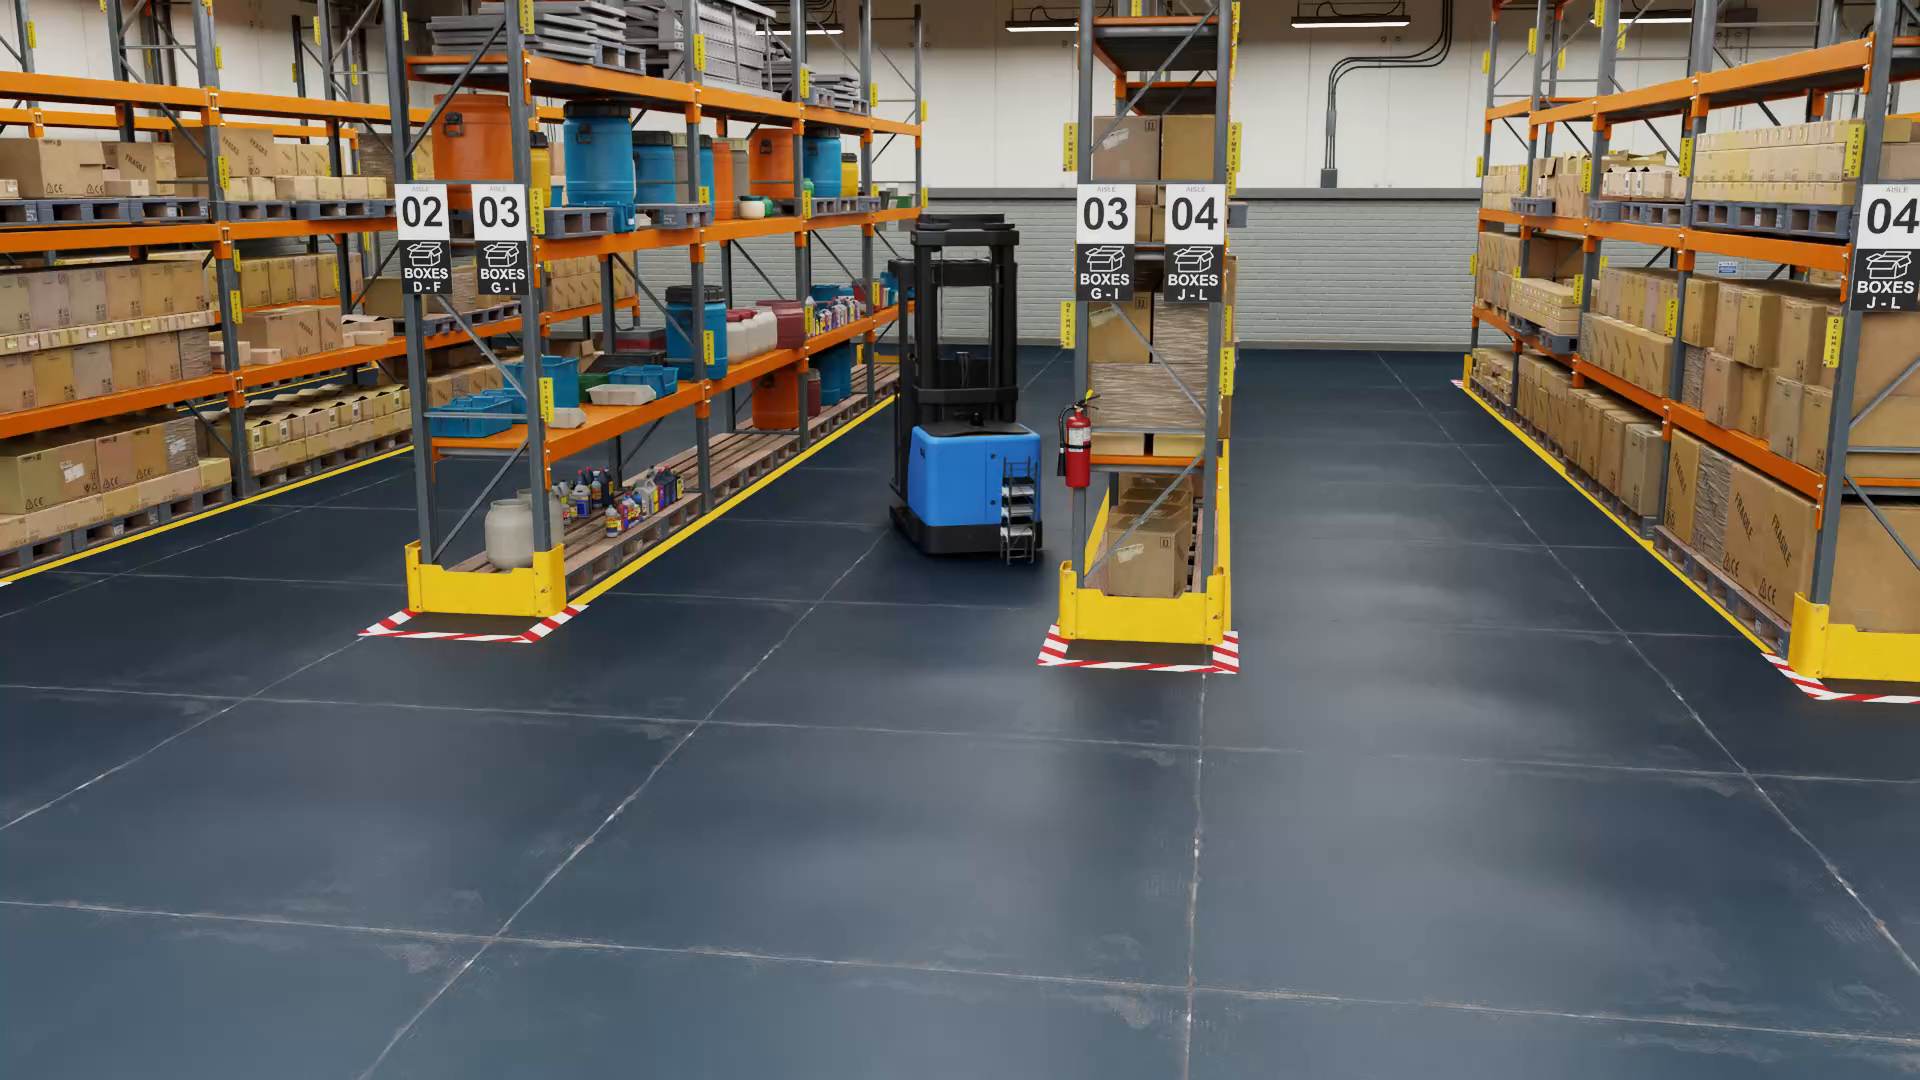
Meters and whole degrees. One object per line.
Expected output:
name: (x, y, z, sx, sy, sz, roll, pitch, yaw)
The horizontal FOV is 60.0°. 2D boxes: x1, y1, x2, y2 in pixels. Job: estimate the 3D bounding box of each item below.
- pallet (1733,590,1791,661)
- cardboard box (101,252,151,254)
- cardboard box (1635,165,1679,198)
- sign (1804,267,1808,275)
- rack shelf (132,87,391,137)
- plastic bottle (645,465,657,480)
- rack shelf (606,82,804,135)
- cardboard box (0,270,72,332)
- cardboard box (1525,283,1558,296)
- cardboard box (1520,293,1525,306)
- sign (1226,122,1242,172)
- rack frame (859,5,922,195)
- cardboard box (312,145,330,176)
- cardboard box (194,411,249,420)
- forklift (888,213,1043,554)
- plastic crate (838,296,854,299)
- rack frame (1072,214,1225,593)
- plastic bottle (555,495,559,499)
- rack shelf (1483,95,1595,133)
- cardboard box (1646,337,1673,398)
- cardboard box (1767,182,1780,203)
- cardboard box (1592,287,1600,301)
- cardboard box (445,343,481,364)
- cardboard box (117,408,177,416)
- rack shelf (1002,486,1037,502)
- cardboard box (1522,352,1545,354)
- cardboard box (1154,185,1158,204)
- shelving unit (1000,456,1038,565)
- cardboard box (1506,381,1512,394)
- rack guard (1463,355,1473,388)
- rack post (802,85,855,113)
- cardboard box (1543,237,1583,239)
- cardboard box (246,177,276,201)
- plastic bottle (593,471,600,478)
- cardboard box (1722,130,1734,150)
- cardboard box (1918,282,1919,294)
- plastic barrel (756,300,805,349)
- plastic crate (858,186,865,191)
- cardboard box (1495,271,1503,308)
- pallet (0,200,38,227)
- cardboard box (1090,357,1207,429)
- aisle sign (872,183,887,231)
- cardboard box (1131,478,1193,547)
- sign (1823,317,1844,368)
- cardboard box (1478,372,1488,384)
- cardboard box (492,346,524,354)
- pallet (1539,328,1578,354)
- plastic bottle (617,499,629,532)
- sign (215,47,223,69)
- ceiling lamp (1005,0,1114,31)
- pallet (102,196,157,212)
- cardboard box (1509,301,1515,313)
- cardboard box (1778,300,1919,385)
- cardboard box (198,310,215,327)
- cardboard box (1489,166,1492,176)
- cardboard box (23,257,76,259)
pallet: (6.231, 0.617, 11.885, 1.003, 0.211, 1.213, 2, 12, 9)
cardboard box: (-12.012, -4.008, 23.957, 0.500, 0.250, 0.500, 1, 12, 7)
cardboard box: (6.853, -3.459, 16.036, 0.500, 0.311, 0.500, 1, 12, 7)
sign: (13.005, -4.250, 25.605, 0.100, 0.325, 0.005, 2, 12, 9)
rack shelf: (-7.565, -4.715, 18.425, 1.077, 0.370, 4.000, 2, 12, 9)
plastic bottle: (-2.936, -0.533, 15.848, 0.144, 0.351, 0.185, 2, 12, 9)
rack shelf: (-2.671, -4.554, 17.677, 1.077, 0.370, 4.000, 2, 12, 9)
cardboard box: (-8.243, -2.086, 14.493, 0.700, 0.500, 0.500, 2, 12, 9)
cardboard box: (7.357, -3.165, 21.001, 0.380, 0.149, 0.250, 2, 12, 8)
cardboard box: (7.399, -3.074, 21.287, 0.380, 0.149, 0.250, 1, 12, 6)
sign: (1.836, -2.635, 11.161, 0.100, 0.325, 0.005, 2, 12, 9)
rack frame: (-1.134, -7.183, 27.218, 1.000, 3.000, 0.127, 2, 12, 9)
cardboard box: (-10.853, -6.320, 27.676, 0.500, 0.500, 0.500, 2, 12, 10)
cardboard box: (-8.020, -1.251, 18.132, 0.500, 0.311, 0.500, 2, 12, 10)
forklift: (-0.067, -1.576, 15.604, 1.130, 2.935, 3.031, -2, 12, -11)
plastic crate: (-1.778, -3.690, 25.735, 0.293, 0.136, 0.466, 2, 12, 9)
rack frame: (1.300, -0.759, 11.651, 1.000, 3.000, 0.127, 2, 12, 9)
plastic bottle: (-3.574, -0.251, 14.699, 0.061, 0.283, 0.133, 2, 12, 9)
rack shelf: (8.338, -6.071, 23.775, 1.077, 0.370, 4.000, 2, 12, 9)
cardboard box: (6.616, -1.576, 15.205, 0.500, 0.500, 0.500, 2, 12, 8)
cardboard box: (6.097, -2.519, 12.063, 0.380, 0.149, 0.250, 2, 12, 9)
cardboard box: (7.879, -2.979, 20.142, 0.380, 0.149, 0.250, 2, 12, 10)
cardboard box: (-7.112, -2.637, 23.476, 0.500, 0.250, 0.500, 2, 12, 9)
cardboard box: (-8.254, -1.055, 16.773, 0.500, 0.500, 0.500, 2, 12, 9)
rack shelf: (0.507, -0.396, 14.219, 0.258, 0.077, 0.200, -3, 18, -14)
cardboard box: (8.805, -2.783, 25.403, 0.380, 0.149, 0.250, 2, 12, 7)
cardboard box: (1.300, -2.626, 12.605, 0.380, 0.149, 0.250, 2, 12, 9)
shelving unit: (0.503, -0.256, 14.263, 0.258, 0.900, 0.210, -3, 18, -14)
cardboard box: (7.765, -2.108, 22.976, 0.380, 0.149, 0.250, 2, 12, 10)
rack guard: (8.634, -2.670, 26.452, 1.175, 0.500, 0.348, 2, 12, 9)
rack post: (-1.934, -5.680, 21.433, 0.937, 0.300, 0.954, 3, 13, 15)
cardboard box: (8.406, -3.953, 23.154, 0.500, 0.500, 0.500, 2, 12, 7)
cardboard box: (-7.687, -3.754, 17.788, 0.500, 0.250, 0.500, 1, 12, 3)
plastic bottle: (-3.484, -0.515, 15.942, 0.152, 0.276, 0.135, 2, 12, 11)
cardboard box: (6.292, -3.174, 13.206, 0.380, 0.149, 0.250, 2, 12, 8)
cardboard box: (12.586, -3.391, 21.254, 0.500, 0.500, 0.500, 2, 12, 9)
plastic barrel: (-2.136, -2.545, 19.615, 0.600, 0.536, 0.708, 2, 12, 9)
plastic crate: (-1.640, -5.377, 26.107, 0.504, 0.338, 0.767, 2, 12, 9)
cardboard box: (7.985, -3.591, 23.848, 0.500, 0.500, 0.500, 2, 12, 8)
pallet: (-8.354, -2.650, 13.516, 1.003, 0.211, 1.213, 2, 12, 9)
cardboard box: (1.411, -1.067, 12.136, 0.875, 0.500, 0.500, 2, 12, 9)
aisle sign: (-1.416, -5.545, 27.691, 0.394, 0.787, 0.004, 2, 12, 9)
cardboard box: (1.715, -0.242, 14.187, 0.500, 0.500, 0.500, 1, 12, 4)
sign: (5.651, -1.279, 10.756, 0.100, 0.325, 0.005, 2, 12, 9)
cardboard box: (8.111, -2.462, 25.324, 0.380, 0.149, 0.250, 2, 12, 9)
cardboard box: (-6.835, -2.699, 25.545, 0.500, 0.500, 0.500, 2, 12, 9)
pallet: (7.420, -2.300, 19.260, 1.213, 0.211, 1.003, 2, 12, 9)
plastic bottle: (-2.955, -0.220, 14.556, 0.061, 0.283, 0.133, 2, 12, 10)
sign: (-11.000, -7.151, 24.667, 0.100, 0.325, 0.005, 2, 12, 9)
ceiling lamp: (1.768, -10.513, 28.817, 2.000, 3.185, 0.800, 2, 12, 9)
pallet: (-11.937, -4.648, 23.027, 1.003, 0.211, 1.213, 2, 12, 11)
cardboard box: (7.516, -3.090, 22.070, 0.380, 0.149, 0.250, 1, 12, 6)
cardboard box: (6.274, -1.372, 11.576, 0.875, 0.550, 0.550, 2, 12, 9)
cardboard box: (-7.703, -2.216, 16.634, 0.380, 0.149, 0.250, 2, 12, 9)
cardboard box: (8.200, -5.573, 25.094, 0.380, 0.149, 0.250, 2, 12, 9)
cardboard box: (-12.256, -3.687, 22.466, 0.500, 0.250, 0.500, 1, 12, 7)
